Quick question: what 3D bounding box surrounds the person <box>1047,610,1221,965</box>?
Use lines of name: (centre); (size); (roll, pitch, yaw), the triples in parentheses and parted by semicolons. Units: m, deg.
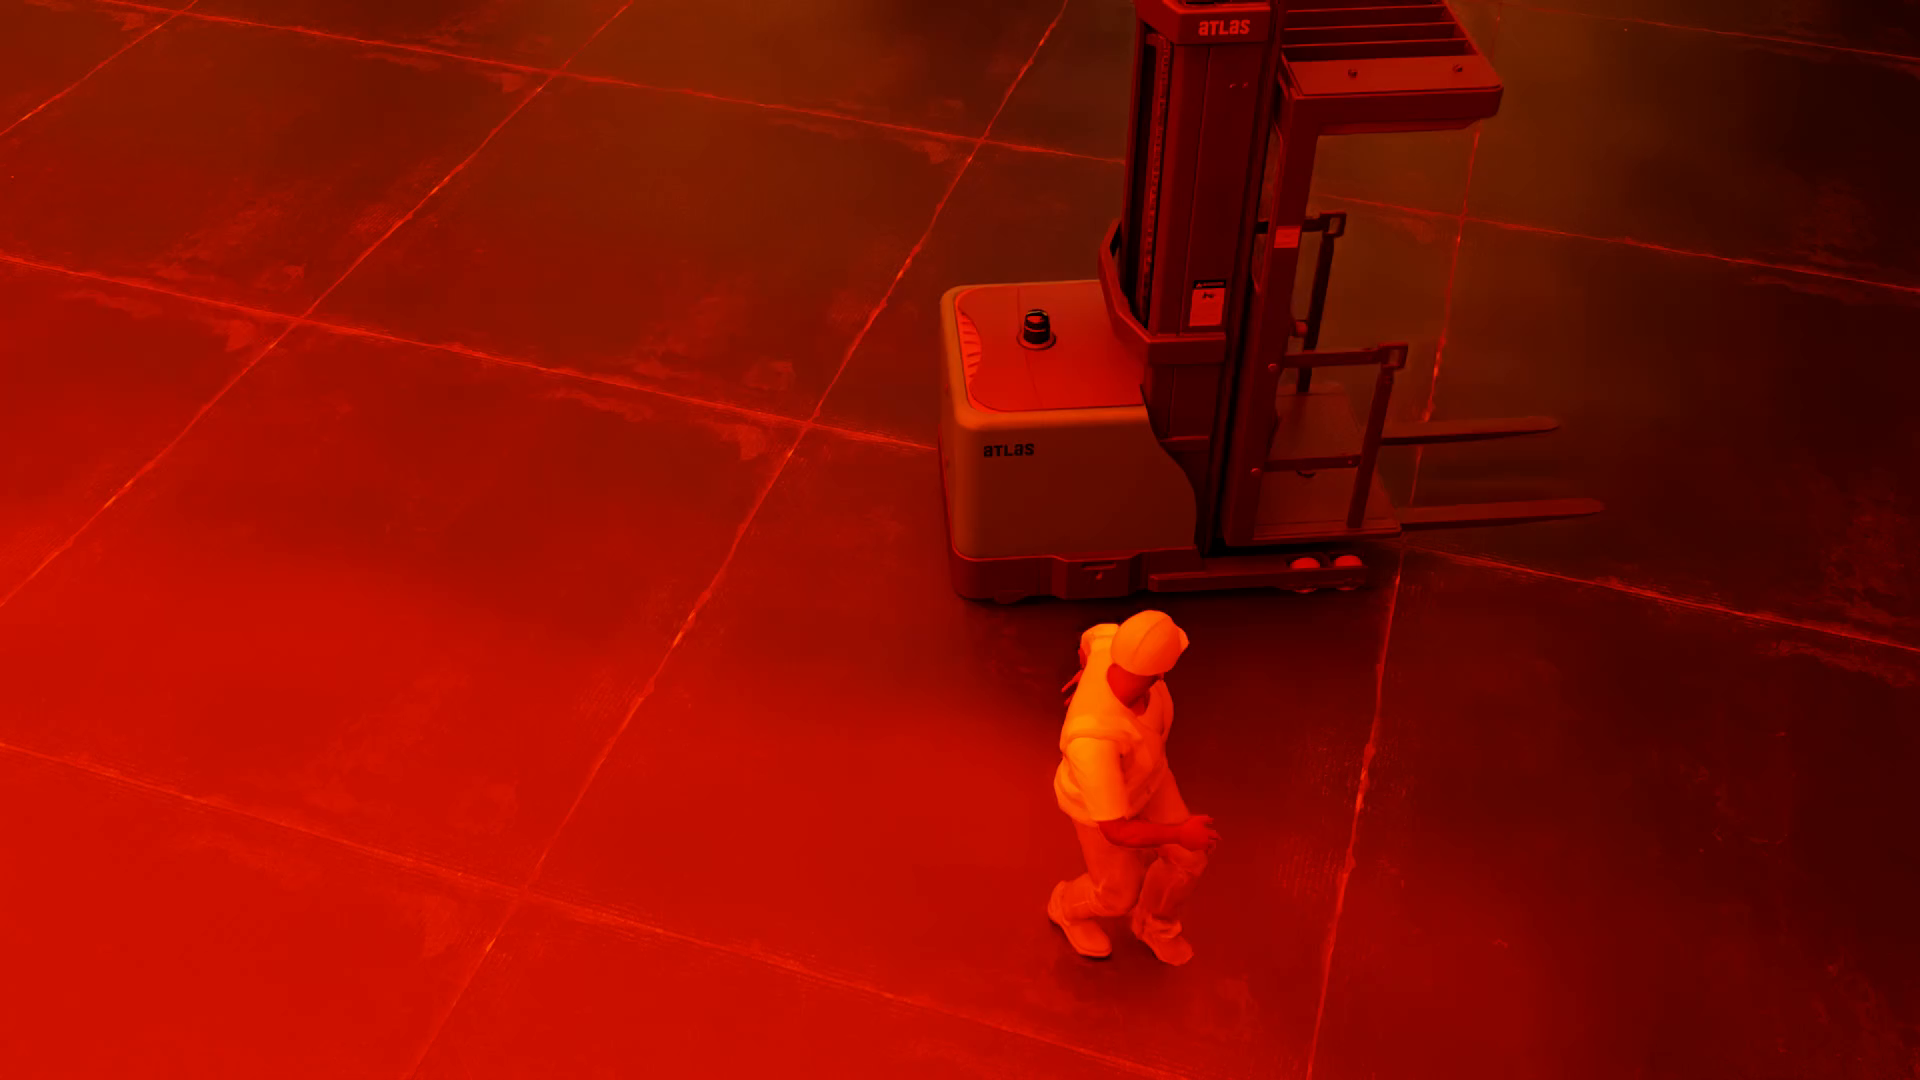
person: (0.525, 0.874, 5.697); (0.818, 1.763, 0.657); (28, 50, 27)

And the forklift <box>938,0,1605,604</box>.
forklift: (1.441, -1.190, 6.968); (3.031, 2.935, 1.130); (-3, 43, -3)
